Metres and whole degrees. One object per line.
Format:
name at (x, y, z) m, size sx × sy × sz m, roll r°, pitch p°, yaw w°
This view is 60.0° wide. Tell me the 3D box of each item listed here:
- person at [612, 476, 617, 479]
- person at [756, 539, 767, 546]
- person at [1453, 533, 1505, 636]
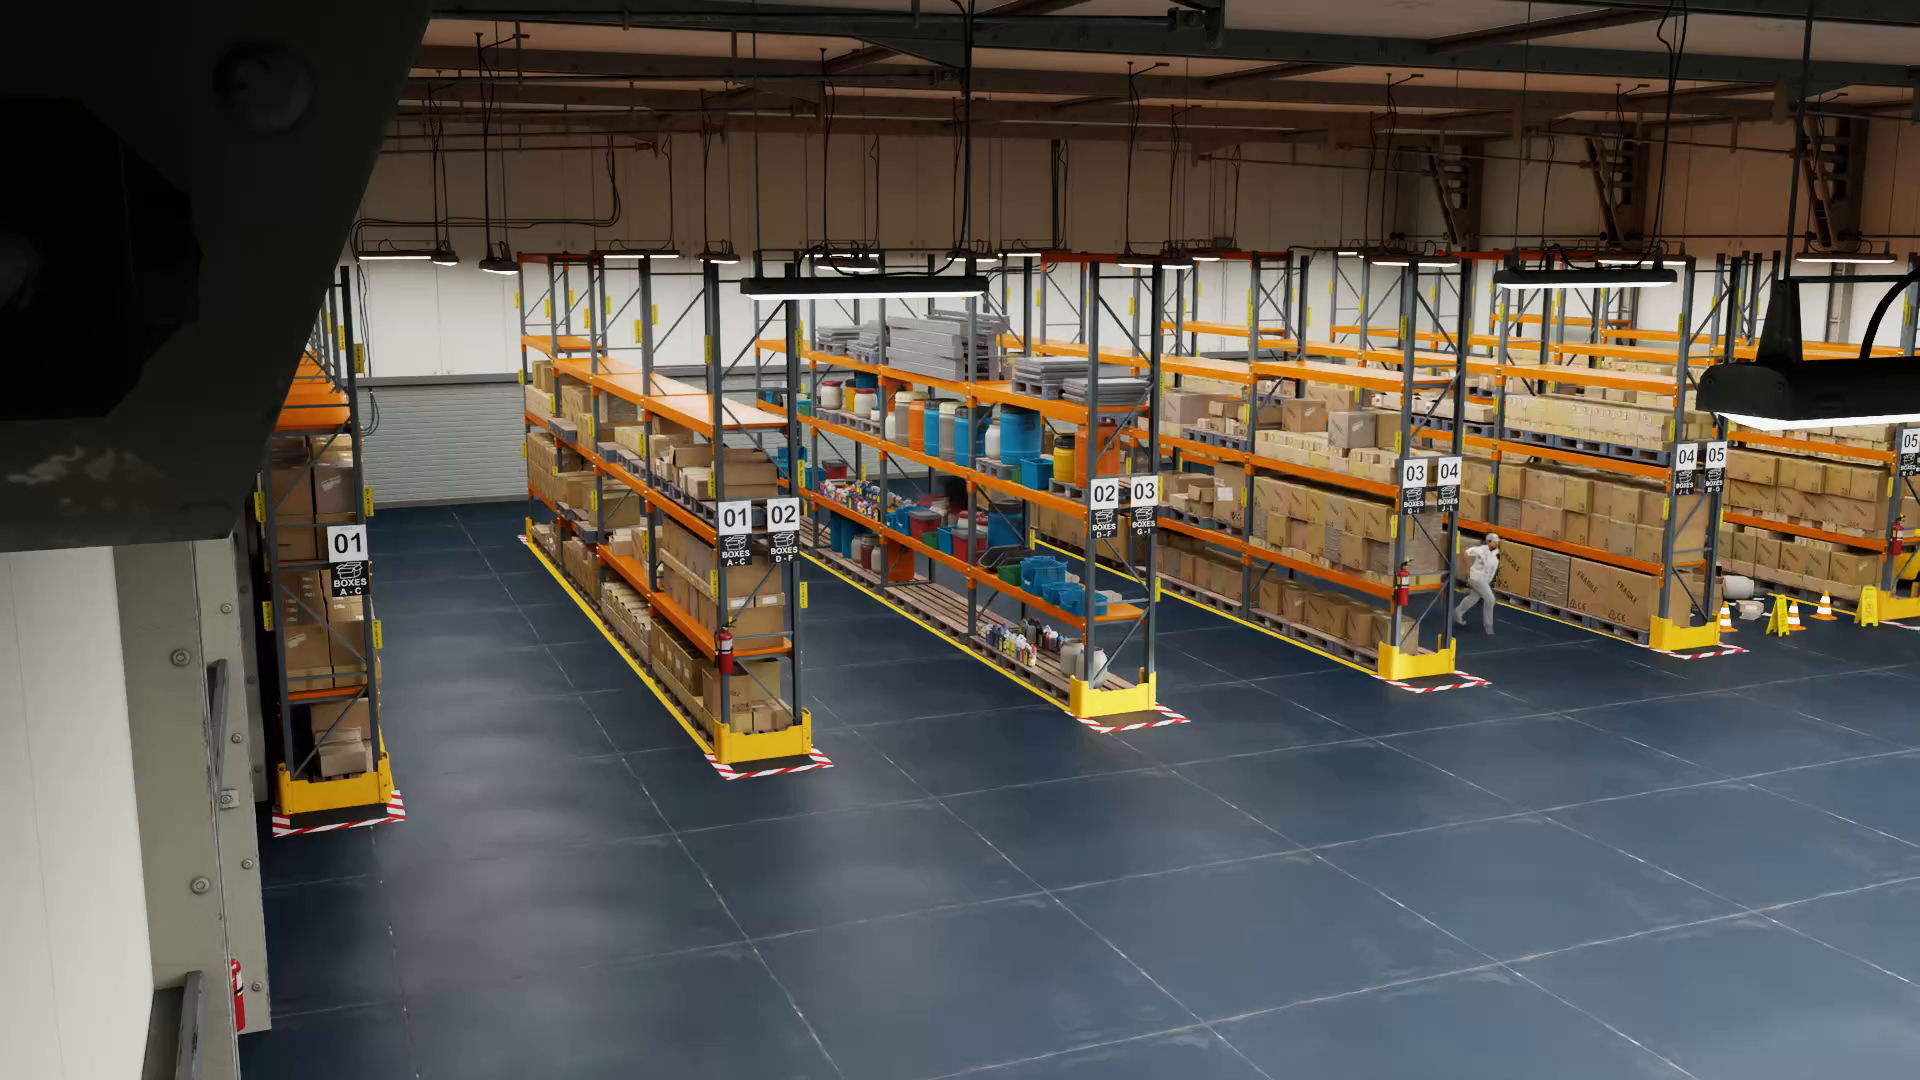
person at (-7.690, -1.038, 36.226) m, size 0.653 × 1.633 × 0.707 m, roll 1°, pitch 10°, yaw 7°
person at (-3.752, -0.030, 30.664) m, size 0.574 × 1.628 × 0.758 m, roll -5°, pitch 12°, yaw -27°
person at (8.361, 0.682, 26.877) m, size 0.600 × 1.671 × 0.926 m, roll -9°, pitch 14°, yaw -40°
